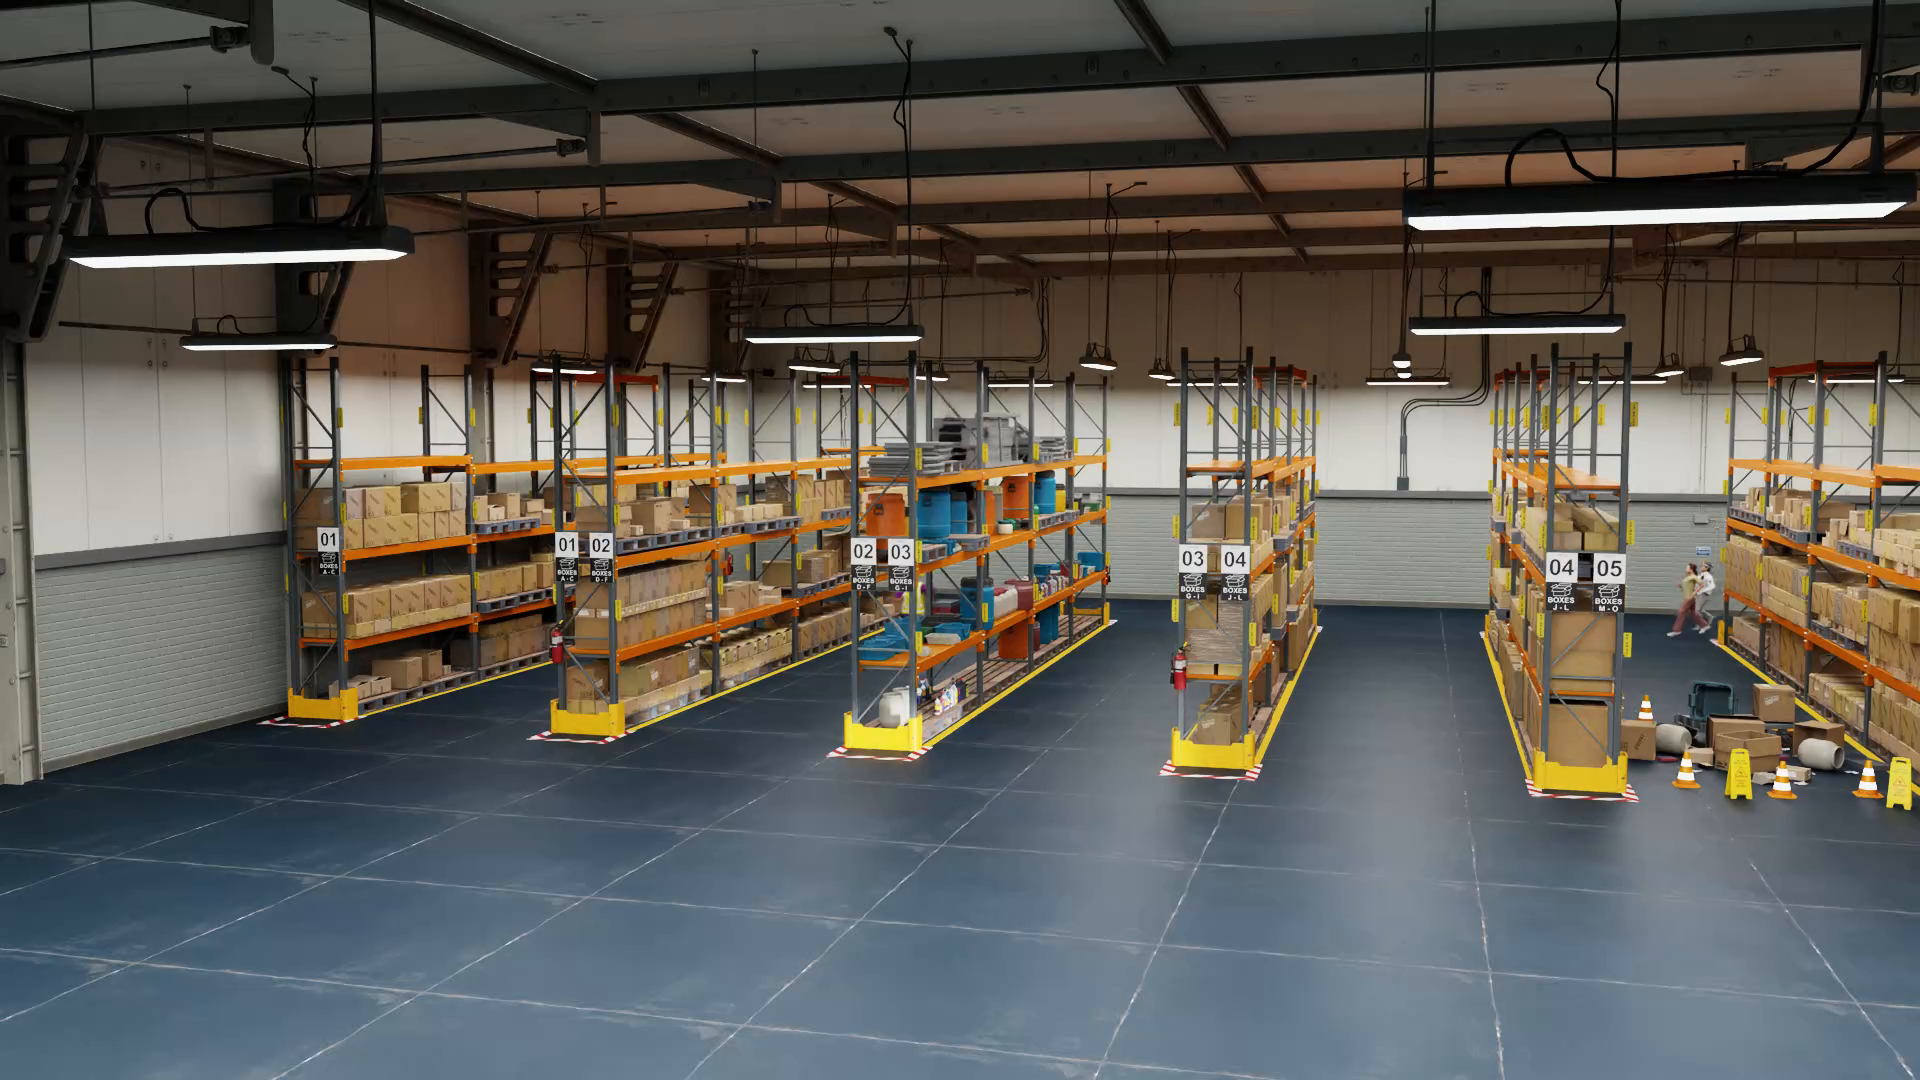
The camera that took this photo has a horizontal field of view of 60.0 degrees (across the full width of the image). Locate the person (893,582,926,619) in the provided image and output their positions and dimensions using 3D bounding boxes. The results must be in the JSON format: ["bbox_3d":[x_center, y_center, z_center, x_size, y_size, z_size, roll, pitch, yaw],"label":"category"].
[{"bbox_3d":[-0.925,1.464,32.072,0.730,1.841,0.773,1,4,13],"label":"person"}]

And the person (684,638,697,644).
[{"bbox_3d":[-6.043,1.461,36.811,0.644,1.677,0.580,1,4,13],"label":"person"}]

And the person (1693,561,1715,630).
[{"bbox_3d":[17.532,1.305,39.153,0.578,1.640,0.616,0,4,-2],"label":"person"}]

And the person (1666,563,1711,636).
[{"bbox_3d":[16.640,1.359,37.916,0.957,1.666,0.569,1,4,14],"label":"person"}]

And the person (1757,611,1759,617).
[{"bbox_3d":[18.241,1.355,37.526,0.688,1.767,0.764,-3,5,-34],"label":"person"}]
